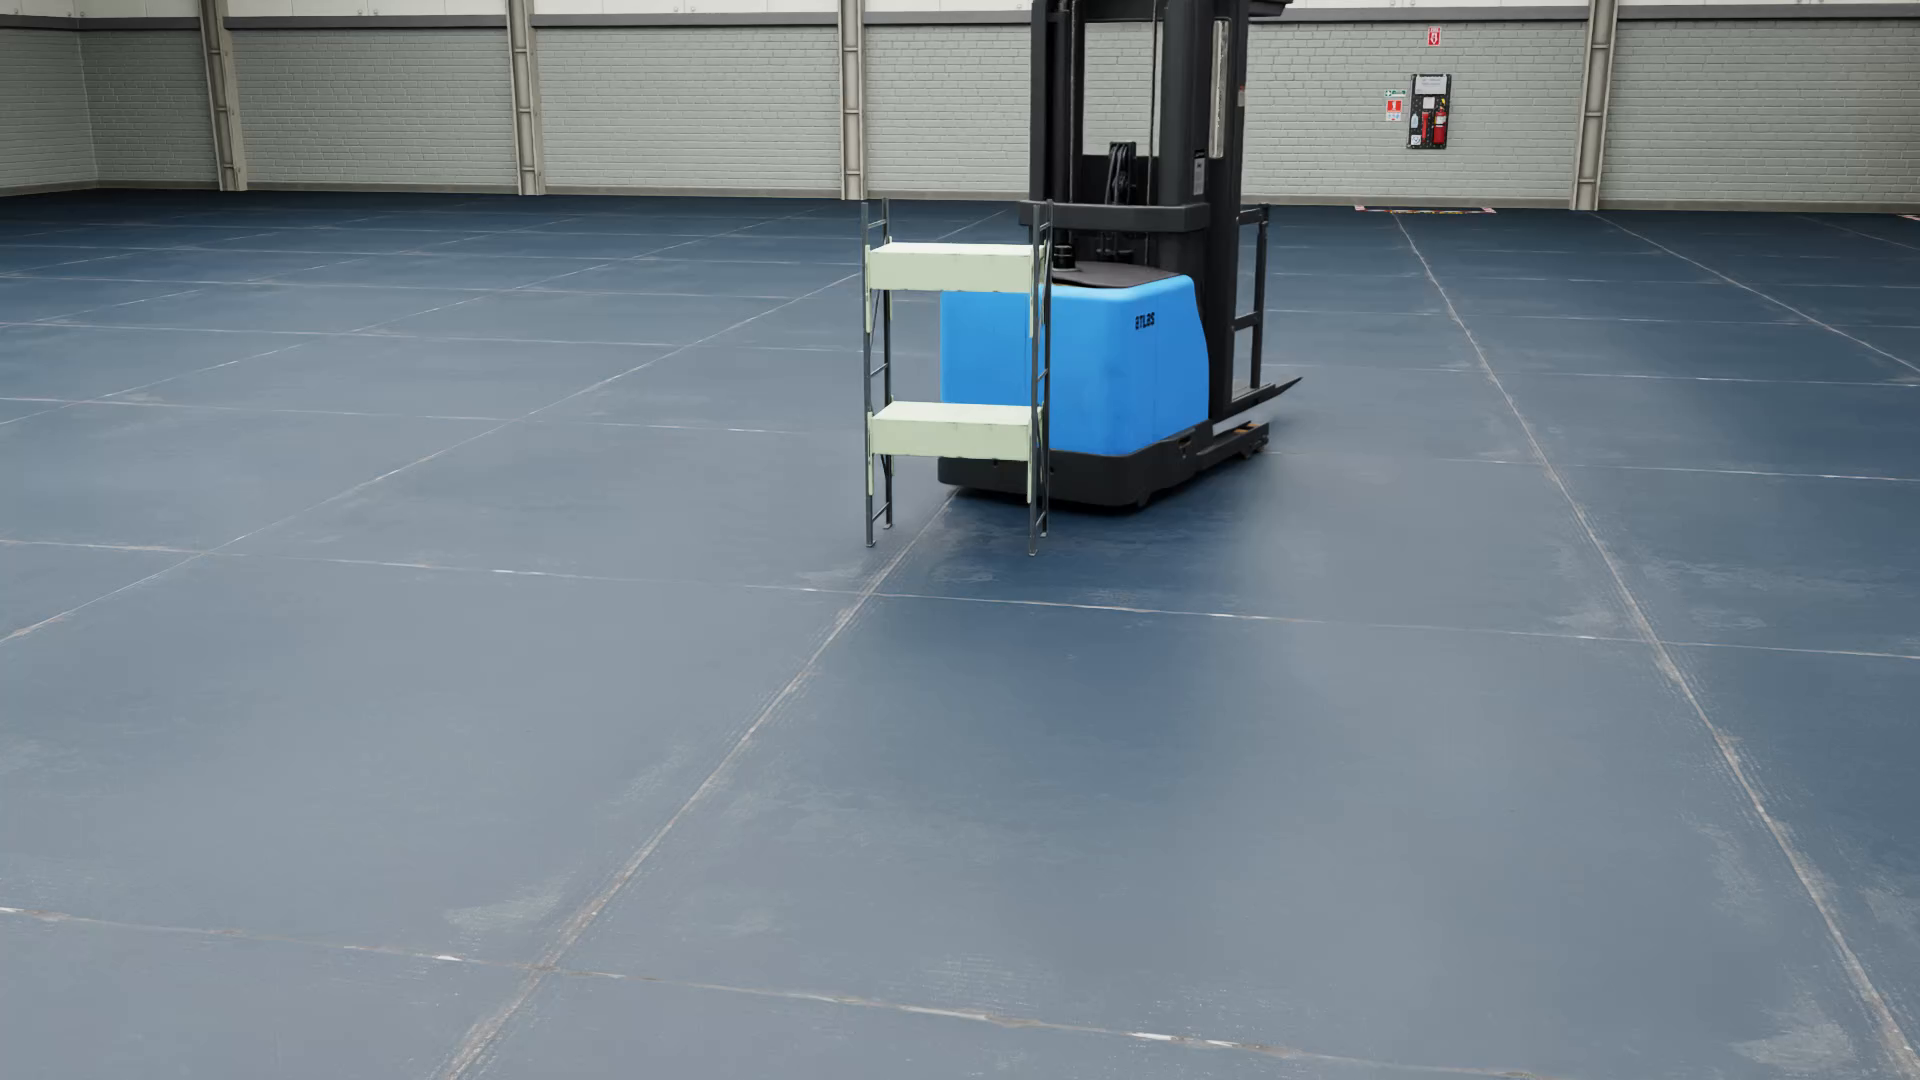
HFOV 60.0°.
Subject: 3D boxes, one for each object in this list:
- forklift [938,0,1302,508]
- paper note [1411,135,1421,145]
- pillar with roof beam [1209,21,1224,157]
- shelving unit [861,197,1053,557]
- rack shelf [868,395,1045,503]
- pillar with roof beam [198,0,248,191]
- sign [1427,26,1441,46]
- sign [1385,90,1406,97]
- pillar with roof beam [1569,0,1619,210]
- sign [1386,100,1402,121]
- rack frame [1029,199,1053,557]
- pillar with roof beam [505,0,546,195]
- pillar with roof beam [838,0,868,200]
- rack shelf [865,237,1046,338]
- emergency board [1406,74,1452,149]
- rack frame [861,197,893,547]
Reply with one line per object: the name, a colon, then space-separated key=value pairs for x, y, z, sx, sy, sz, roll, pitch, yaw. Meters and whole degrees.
forklift: x=1.067 y=-1.910 z=8.896 sx=1.130 sy=2.935 sz=3.031 roll=9 pitch=18 yaw=29
paper note: x=7.361 y=-6.458 z=26.839 sx=0.142 sy=0.148 sz=0.016 roll=3 pitch=16 yaw=11
pillar with roof beam: x=3.197 y=-8.798 z=22.397 sx=0.400 sy=9.000 sz=9.100 roll=3 pitch=16 yaw=11
shelving unit: x=-0.007 y=-0.723 z=7.293 sx=0.755 sy=1.500 sz=0.431 roll=3 pitch=16 yaw=11
rack shelf: x=-0.007 y=-0.409 z=7.380 sx=0.720 sy=0.370 sz=0.431 roll=3 pitch=16 yaw=11
pillar with roof beam: x=-14.442 y=-9.756 z=25.854 sx=0.400 sy=9.000 sz=9.100 roll=3 pitch=16 yaw=11
sign: x=7.532 y=-7.999 z=26.408 sx=0.199 sy=0.298 sz=0.001 roll=3 pitch=16 yaw=11
sign: x=7.002 y=-7.182 z=26.741 sx=0.331 sy=0.109 sz=0.001 roll=3 pitch=16 yaw=11
pillar with roof beam: x=9.077 y=-8.479 z=21.245 sx=0.400 sy=9.000 sz=9.100 roll=3 pitch=16 yaw=11
sign: x=6.999 y=-6.929 z=26.821 sx=0.234 sy=0.329 sz=0.001 roll=3 pitch=16 yaw=11
rack frame: x=0.352 y=-0.704 z=7.223 sx=0.023 sy=1.500 sz=0.400 roll=3 pitch=16 yaw=11
pillar with roof beam: x=-8.562 y=-9.437 z=24.702 sx=0.400 sy=9.000 sz=9.100 roll=3 pitch=16 yaw=11
pillar with roof beam: x=-2.683 y=-9.117 z=23.549 sx=0.400 sy=9.000 sz=9.100 roll=3 pitch=16 yaw=11
rack shelf: x=-0.007 y=-1.099 z=7.189 sx=0.720 sy=0.370 sz=0.431 roll=3 pitch=16 yaw=11
emergency board: x=7.520 y=-6.856 z=26.622 sx=0.643 sy=1.169 sz=0.194 roll=3 pitch=16 yaw=11
rack frame: x=-0.365 y=-0.743 z=7.363 sx=0.023 sy=1.500 sz=0.400 roll=3 pitch=16 yaw=11
